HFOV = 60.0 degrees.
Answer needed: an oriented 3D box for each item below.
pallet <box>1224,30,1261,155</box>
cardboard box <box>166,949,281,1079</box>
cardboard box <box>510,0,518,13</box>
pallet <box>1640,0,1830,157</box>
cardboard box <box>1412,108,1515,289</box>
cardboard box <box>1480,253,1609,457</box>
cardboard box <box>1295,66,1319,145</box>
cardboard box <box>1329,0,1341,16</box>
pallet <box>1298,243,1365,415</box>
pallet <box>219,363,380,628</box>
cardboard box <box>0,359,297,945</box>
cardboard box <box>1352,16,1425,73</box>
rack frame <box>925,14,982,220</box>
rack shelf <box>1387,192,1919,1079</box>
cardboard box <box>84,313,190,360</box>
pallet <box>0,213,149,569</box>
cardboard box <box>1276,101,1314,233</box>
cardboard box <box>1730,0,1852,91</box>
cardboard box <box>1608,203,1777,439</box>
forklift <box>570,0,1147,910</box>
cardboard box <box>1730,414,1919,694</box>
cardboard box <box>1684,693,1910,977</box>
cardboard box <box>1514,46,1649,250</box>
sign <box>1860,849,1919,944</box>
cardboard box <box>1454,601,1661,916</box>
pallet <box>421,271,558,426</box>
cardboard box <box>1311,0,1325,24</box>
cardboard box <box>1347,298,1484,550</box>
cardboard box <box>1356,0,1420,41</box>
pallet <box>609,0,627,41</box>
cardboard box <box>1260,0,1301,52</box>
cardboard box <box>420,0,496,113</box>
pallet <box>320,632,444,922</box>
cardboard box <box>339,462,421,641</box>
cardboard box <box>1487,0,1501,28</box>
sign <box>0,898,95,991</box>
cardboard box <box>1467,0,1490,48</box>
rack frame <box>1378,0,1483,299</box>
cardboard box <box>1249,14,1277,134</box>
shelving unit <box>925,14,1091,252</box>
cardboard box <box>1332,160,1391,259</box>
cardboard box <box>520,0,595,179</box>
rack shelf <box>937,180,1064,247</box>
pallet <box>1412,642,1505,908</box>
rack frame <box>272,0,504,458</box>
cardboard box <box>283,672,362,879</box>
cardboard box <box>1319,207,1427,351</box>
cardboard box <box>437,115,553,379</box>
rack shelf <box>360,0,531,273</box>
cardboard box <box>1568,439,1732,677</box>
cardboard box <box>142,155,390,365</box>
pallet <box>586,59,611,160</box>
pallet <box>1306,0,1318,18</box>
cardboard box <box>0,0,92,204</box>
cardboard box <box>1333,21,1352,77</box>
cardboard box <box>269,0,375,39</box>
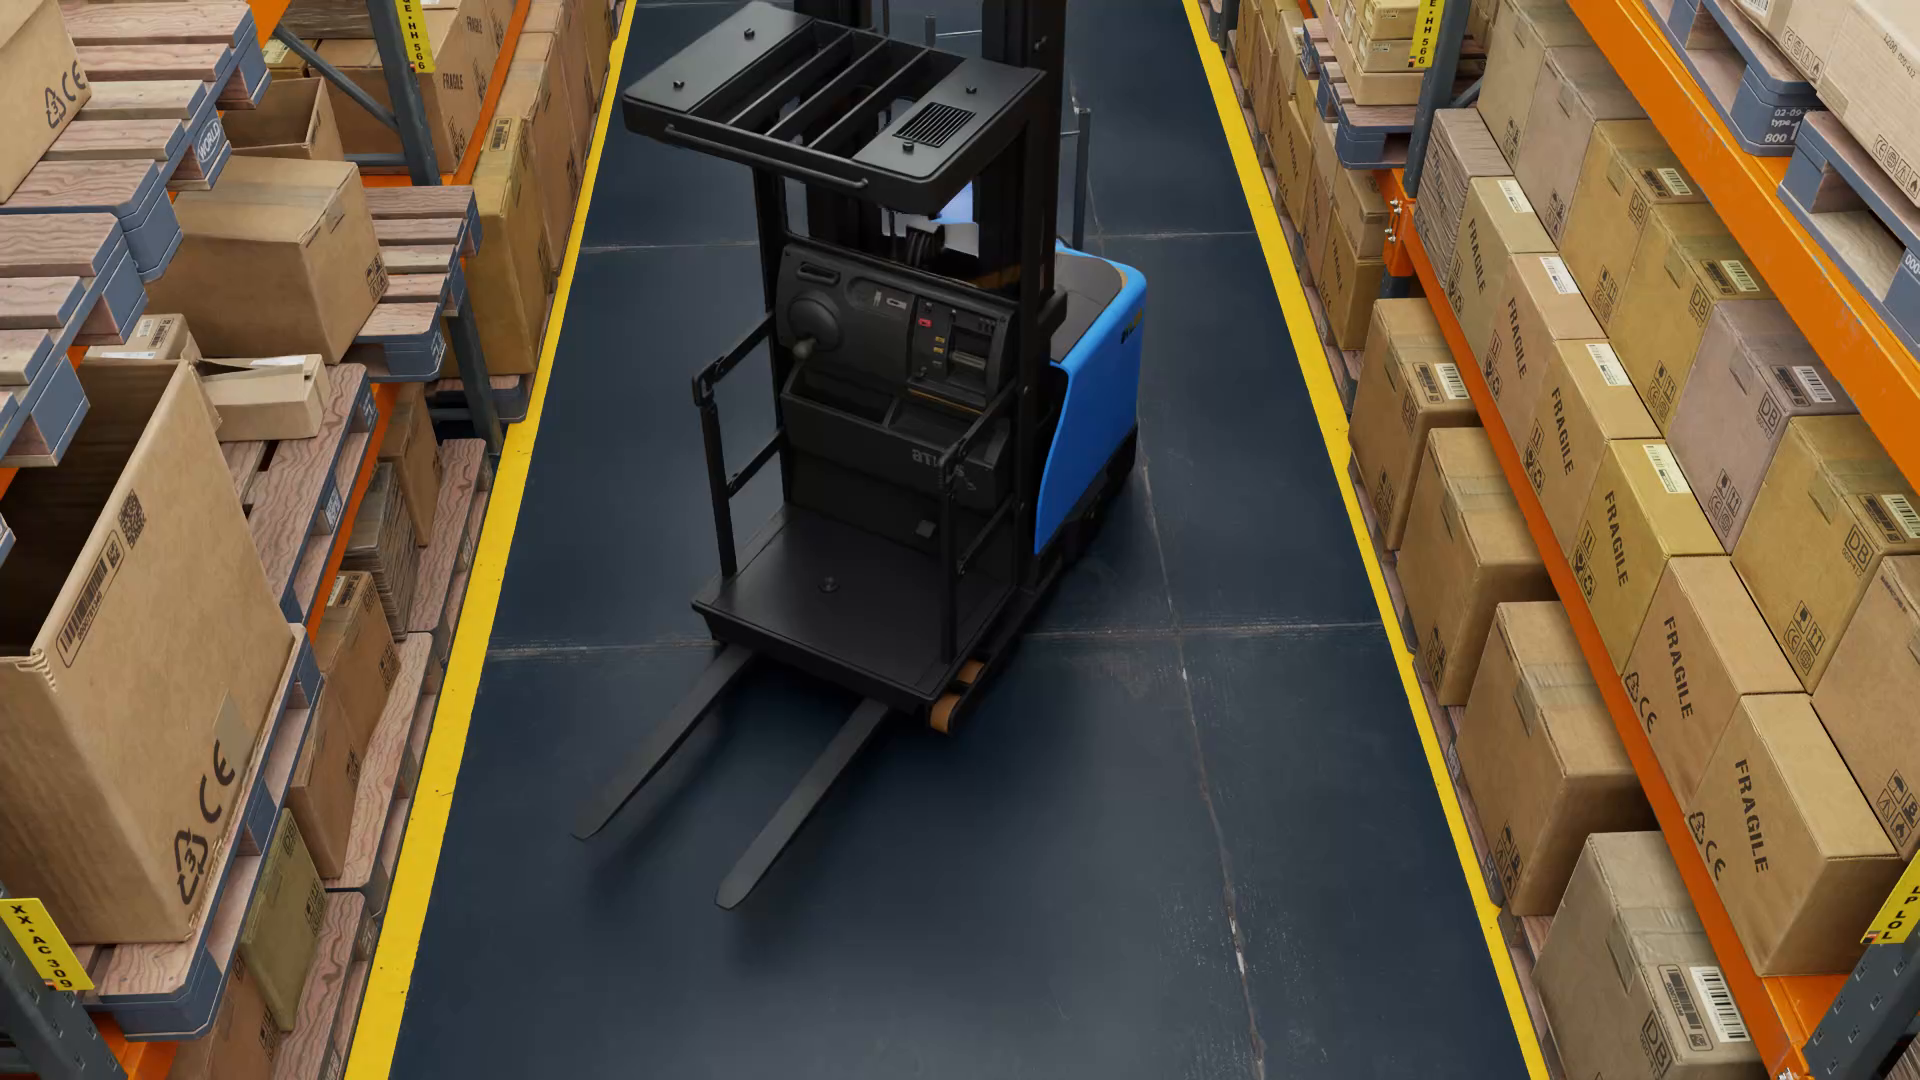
[{"bbox_3d":[2.201,-2.735,10.078,1.003,0.211,1.213,-2,43,-2],"label":"pallet"},{"bbox_3d":[-2.458,1.530,4.885,0.700,0.500,0.500,-5,43,-5],"label":"cardboard box"},{"bbox_3d":[-2.441,-2.919,8.140,0.500,0.500,0.500,-1,43,-2],"label":"cardboard box"},{"bbox_3d":[2.467,-1.437,4.517,1.003,0.211,1.213,0,43,0],"label":"pallet"},{"bbox_3d":[2.086,-1.314,6.390,0.500,0.500,0.500,-1,43,-1],"label":"cardboard box"},{"bbox_3d":[2.131,-0.631,5.644,0.500,0.500,0.500,-2,43,-2],"label":"cardboard box"},{"bbox_3d":[2.007,-2.237,8.454,0.500,0.250,0.500,-1,43,-1],"label":"cardboard box"},{"bbox_3d":[1.834,-2.438,7.345,0.380,0.149,0.250,-1,43,-1],"label":"cardboard box"},{"bbox_3d":[2.305,-1.088,8.281,1.003,0.211,1.213,-2,43,-2],"label":"pallet"},{"bbox_3d":[-2.498,-0.108,5.290,1.003,0.211,1.213,-2,43,-2],"label":"pallet"},{"bbox_3d":[-2.347,0.270,3.981,1.000,1.000,1.000,-1,43,-2],"label":"cardboard box"},{"bbox_3d":[1.860,-2.081,6.955,0.380,0.149,0.250,-1,43,-1],"label":"cardboard box"},{"bbox_3d":[0.087,-1.895,8.208,0.500,1.500,0.032,-8,43,-9],"label":"rack frame"},{"bbox_3d":[2.421,0.027,5.533,1.077,0.370,4.000,-2,43,-2],"label":"rack shelf"},{"bbox_3d":[-2.782,-0.476,5.349,0.500,0.250,0.500,-3,43,-3],"label":"cardboard box"},{"bbox_3d":[-2.373,-0.270,3.244,1.213,0.211,1.003,-2,43,-2],"label":"pallet"},{"bbox_3d":[1.990,-1.966,8.714,0.500,0.500,0.500,-3,43,-4],"label":"cardboard box"},{"bbox_3d":[2.212,-1.330,3.942,0.500,0.311,0.500,-3,43,-3],"label":"cardboard box"},{"bbox_3d":[2.414,-0.658,4.934,0.700,0.500,0.500,-2,43,-2],"label":"cardboard box"},{"bbox_3d":[-0.351,-0.684,5.828,1.130,2.935,3.031,20,46,20],"label":"forklift"},{"bbox_3d":[2.455,0.024,4.190,0.700,0.500,0.500,-2,43,-2],"label":"cardboard box"},{"bbox_3d":[2.217,0.730,4.159,0.500,0.500,0.500,-2,43,-2],"label":"cardboard box"},{"bbox_3d":[2.368,-1.349,5.688,0.700,0.500,0.500,-2,43,-2],"label":"cardboard box"},{"bbox_3d":[1.964,0.736,3.428,0.100,0.325,0.005,-2,43,-2],"label":"sign"},{"bbox_3d":[2.353,0.719,5.600,1.050,0.750,0.750,-2,43,-2],"label":"cardboard box"},{"bbox_3d":[-2.582,-1.021,8.207,1.003,0.211,1.213,-2,43,-2],"label":"pallet"},{"bbox_3d":[1.829,-2.480,7.611,0.380,0.149,0.250,-2,43,-2],"label":"cardboard box"},{"bbox_3d":[2.272,-0.500,6.930,1.050,0.750,0.750,-2,43,-2],"label":"cardboard box"},{"bbox_3d":[1.857,-2.188,6.852,0.380,0.149,0.250,-3,43,-3],"label":"cardboard box"},{"bbox_3d":[-2.747,-3.702,11.133,1.003,0.211,1.213,-2,43,-2],"label":"pallet"},{"bbox_3d":[1.959,-2.933,9.214,0.500,0.250,0.500,-1,43,-1],"label":"cardboard box"},{"bbox_3d":[-2.396,-2.235,7.395,0.500,0.500,0.500,-3,43,-3],"label":"cardboard box"},{"bbox_3d":[-2.543,0.863,6.152,1.003,0.211,1.213,-2,43,-2],"label":"pallet"},{"bbox_3d":[-2.539,0.071,6.477,0.700,0.500,0.500,-5,43,-5],"label":"cardboard box"},{"bbox_3d":[2.503,-2.275,7.168,0.380,0.149,0.250,0,43,0],"label":"cardboard box"},{"bbox_3d":[-1.912,0.846,3.466,0.100,0.325,0.005,-2,43,-2],"label":"sign"},{"bbox_3d":[2.496,-2.322,7.438,0.380,0.149,0.250,0,43,0],"label":"cardboard box"},{"bbox_3d":[2.336,-1.588,6.763,1.000,3.000,0.127,-2,43,-2],"label":"rack frame"},{"bbox_3d":[1.957,-2.659,9.470,0.500,0.500,0.500,0,43,0],"label":"cardboard box"},{"bbox_3d":[0.195,-1.560,7.842,0.538,1.500,1.048,-8,43,-9],"label":"shelving unit"},{"bbox_3d":[2.045,-1.552,7.708,0.500,0.250,0.500,-3,43,-3],"label":"cardboard box"},{"bbox_3d":[-2.707,-2.552,9.075,1.225,0.875,0.875,-3,43,-3],"label":"cardboard box"},{"bbox_3d":[0.195,-1.427,7.963,0.538,0.185,1.000,-8,43,-9],"label":"rack shelf"},{"bbox_3d":[2.343,0.796,6.226,1.003,0.211,1.213,-2,43,-2],"label":"pallet"},{"bbox_3d":[-2.623,-1.514,6.682,1.000,3.000,0.127,-2,43,-2],"label":"rack frame"},{"bbox_3d":[-2.484,0.830,5.649,0.700,0.500,0.500,-5,43,-5],"label":"cardboard box"},{"bbox_3d":[2.047,-1.259,7.942,0.500,0.500,0.500,-2,43,-2],"label":"cardboard box"},{"bbox_3d":[-2.632,-1.352,7.767,1.225,0.875,0.875,-3,43,-4],"label":"cardboard box"},{"bbox_3d":[-2.708,-2.599,8.398,1.077,0.370,4.000,-2,43,-2],"label":"rack shelf"},{"bbox_3d":[2.174,0.048,4.904,0.500,0.500,0.500,-1,43,-1],"label":"cardboard box"},{"bbox_3d":[-2.437,-0.969,5.702,0.700,0.500,0.500,4,43,5],"label":"cardboard box"},{"bbox_3d":[-2.685,-2.668,10.005,1.003,0.211,1.213,-2,43,-2],"label":"pallet"},{"bbox_3d":[2.211,-2.853,8.285,1.003,0.211,1.213,-2,43,-2],"label":"pallet"},{"bbox_3d":[-2.416,-1.069,3.589,0.797,0.503,0.637,0,43,0],"label":"cardboard box"},{"bbox_3d":[1.847,-2.138,7.238,0.380,0.149,0.250,-2,43,-2],"label":"cardboard box"},{"bbox_3d":[-2.638,-2.415,6.848,0.797,0.503,0.637,0,43,0],"label":"cardboard box"}]
